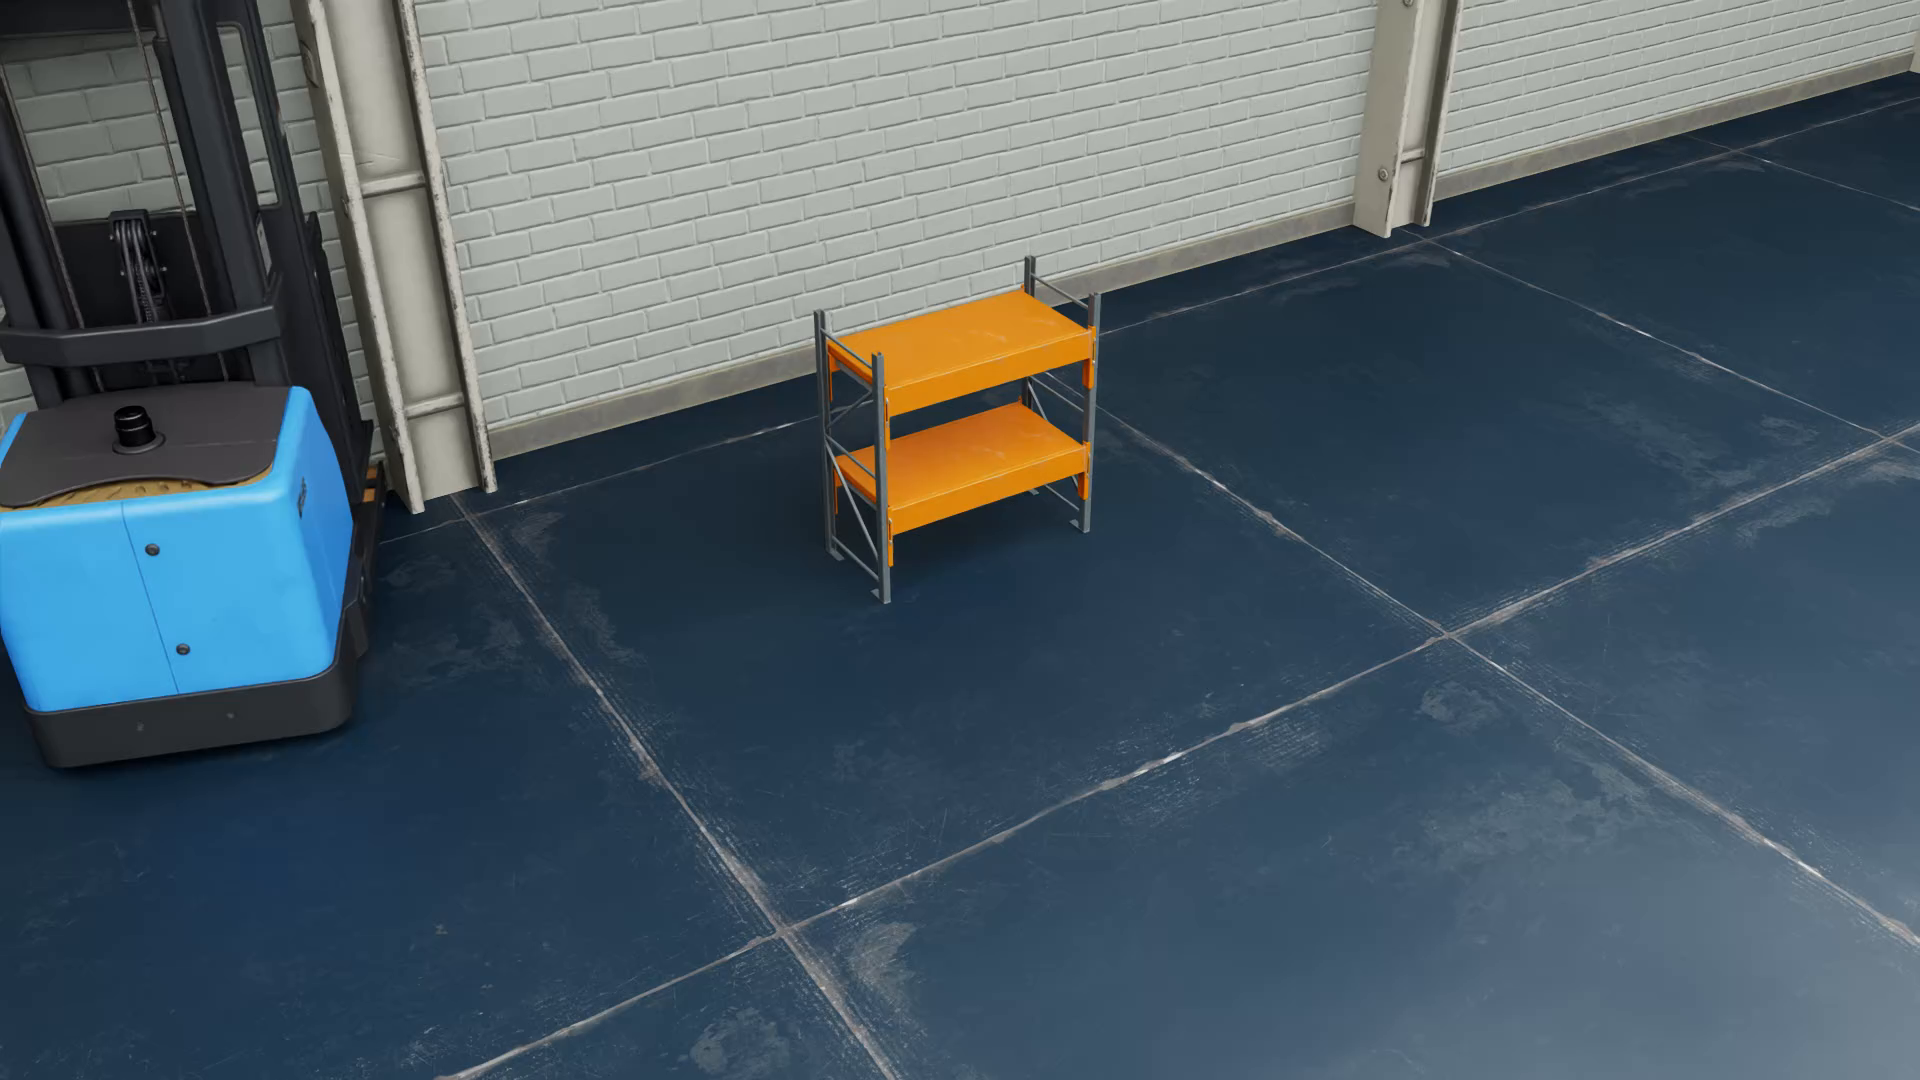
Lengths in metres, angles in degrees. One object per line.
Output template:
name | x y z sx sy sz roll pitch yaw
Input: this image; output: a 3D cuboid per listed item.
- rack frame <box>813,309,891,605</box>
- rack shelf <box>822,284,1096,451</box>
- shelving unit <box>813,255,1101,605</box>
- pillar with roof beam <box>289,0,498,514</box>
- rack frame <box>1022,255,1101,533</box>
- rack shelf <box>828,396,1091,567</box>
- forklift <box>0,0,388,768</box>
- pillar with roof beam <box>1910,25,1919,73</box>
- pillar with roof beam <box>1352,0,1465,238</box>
rack frame | -0.433 -0.327 6.714 0.032 1.125 0.500 -19 37 -27
rack shelf | -0.006 -0.721 6.791 1.000 0.278 0.538 -19 37 -27
shelving unit | -0.006 -0.474 6.947 1.048 1.125 0.538 -19 37 -27
pillar with roof beam | -0.031 -2.115 2.169 0.400 9.000 9.100 -19 37 -27
rack frame | 0.422 -0.621 7.180 0.032 1.125 0.500 -19 37 -27
rack shelf | -0.006 -0.267 7.077 1.000 0.278 0.538 -19 37 -27
forklift | -3.070 -1.216 6.431 1.130 2.935 3.031 -7 33 -11
pillar with roof beam | 10.055 -5.584 7.668 0.400 9.000 9.100 -19 37 -27
pillar with roof beam | 5.012 -3.850 4.918 0.400 9.000 9.100 -19 37 -27
